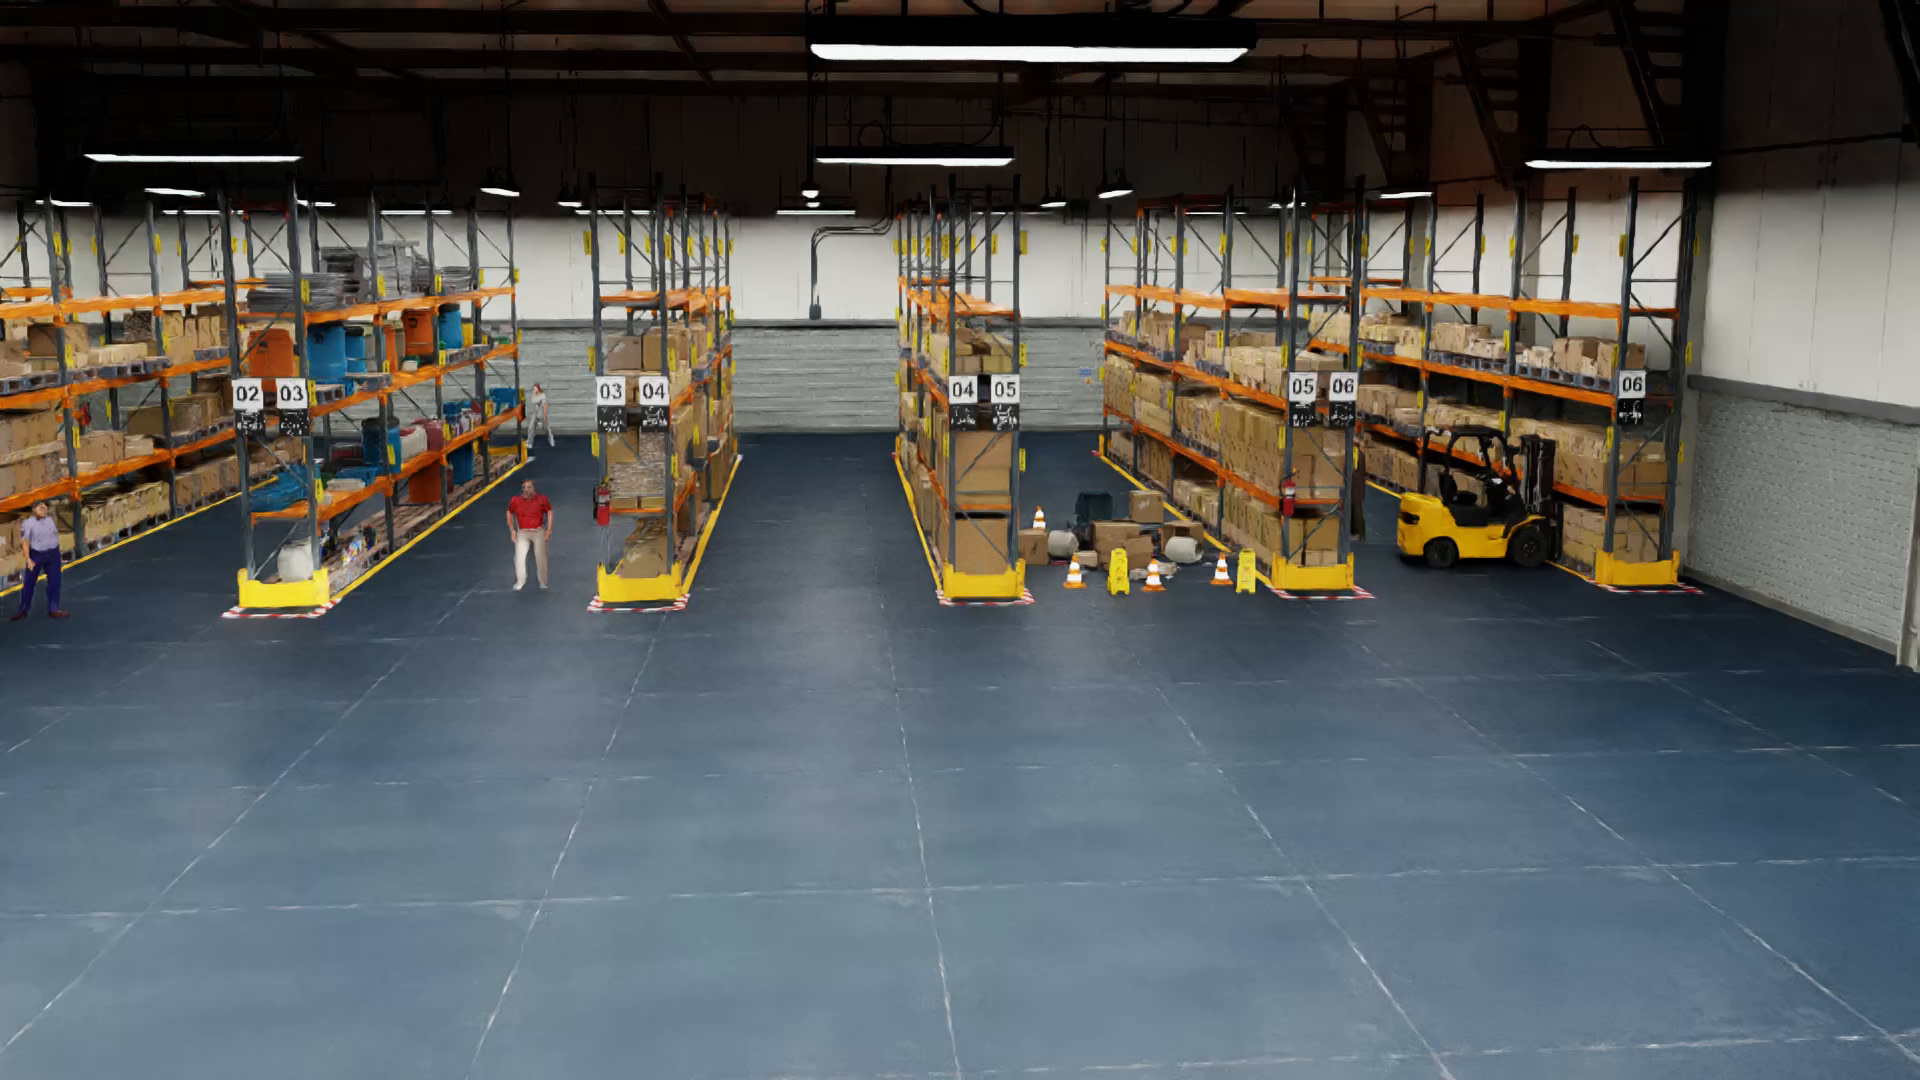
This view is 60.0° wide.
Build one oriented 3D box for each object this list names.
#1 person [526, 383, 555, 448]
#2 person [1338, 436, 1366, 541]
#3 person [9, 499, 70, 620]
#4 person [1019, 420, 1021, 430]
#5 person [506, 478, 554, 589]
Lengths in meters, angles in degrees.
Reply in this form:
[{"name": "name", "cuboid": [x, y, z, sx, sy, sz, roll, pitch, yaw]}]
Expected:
[{"name": "person", "cuboid": [-10.578, -3.135, 41.755, 0.481, 1.623, 0.931, 4, 11, 23]}, {"name": "person", "cuboid": [6.746, -0.911, 28.643, 0.636, 1.775, 0.677, 5, 11, 26]}, {"name": "person", "cuboid": [-12.552, 0.269, 22.535, 0.476, 1.633, 0.683, 7, 12, 34]}, {"name": "person", "cuboid": [1.152, -2.561, 38.198, 0.581, 1.709, 0.630, 4, 11, 19]}, {"name": "person", "cuboid": [-6.309, -0.092, 24.439, 0.682, 1.675, 0.535, -1, 10, -7]}]
